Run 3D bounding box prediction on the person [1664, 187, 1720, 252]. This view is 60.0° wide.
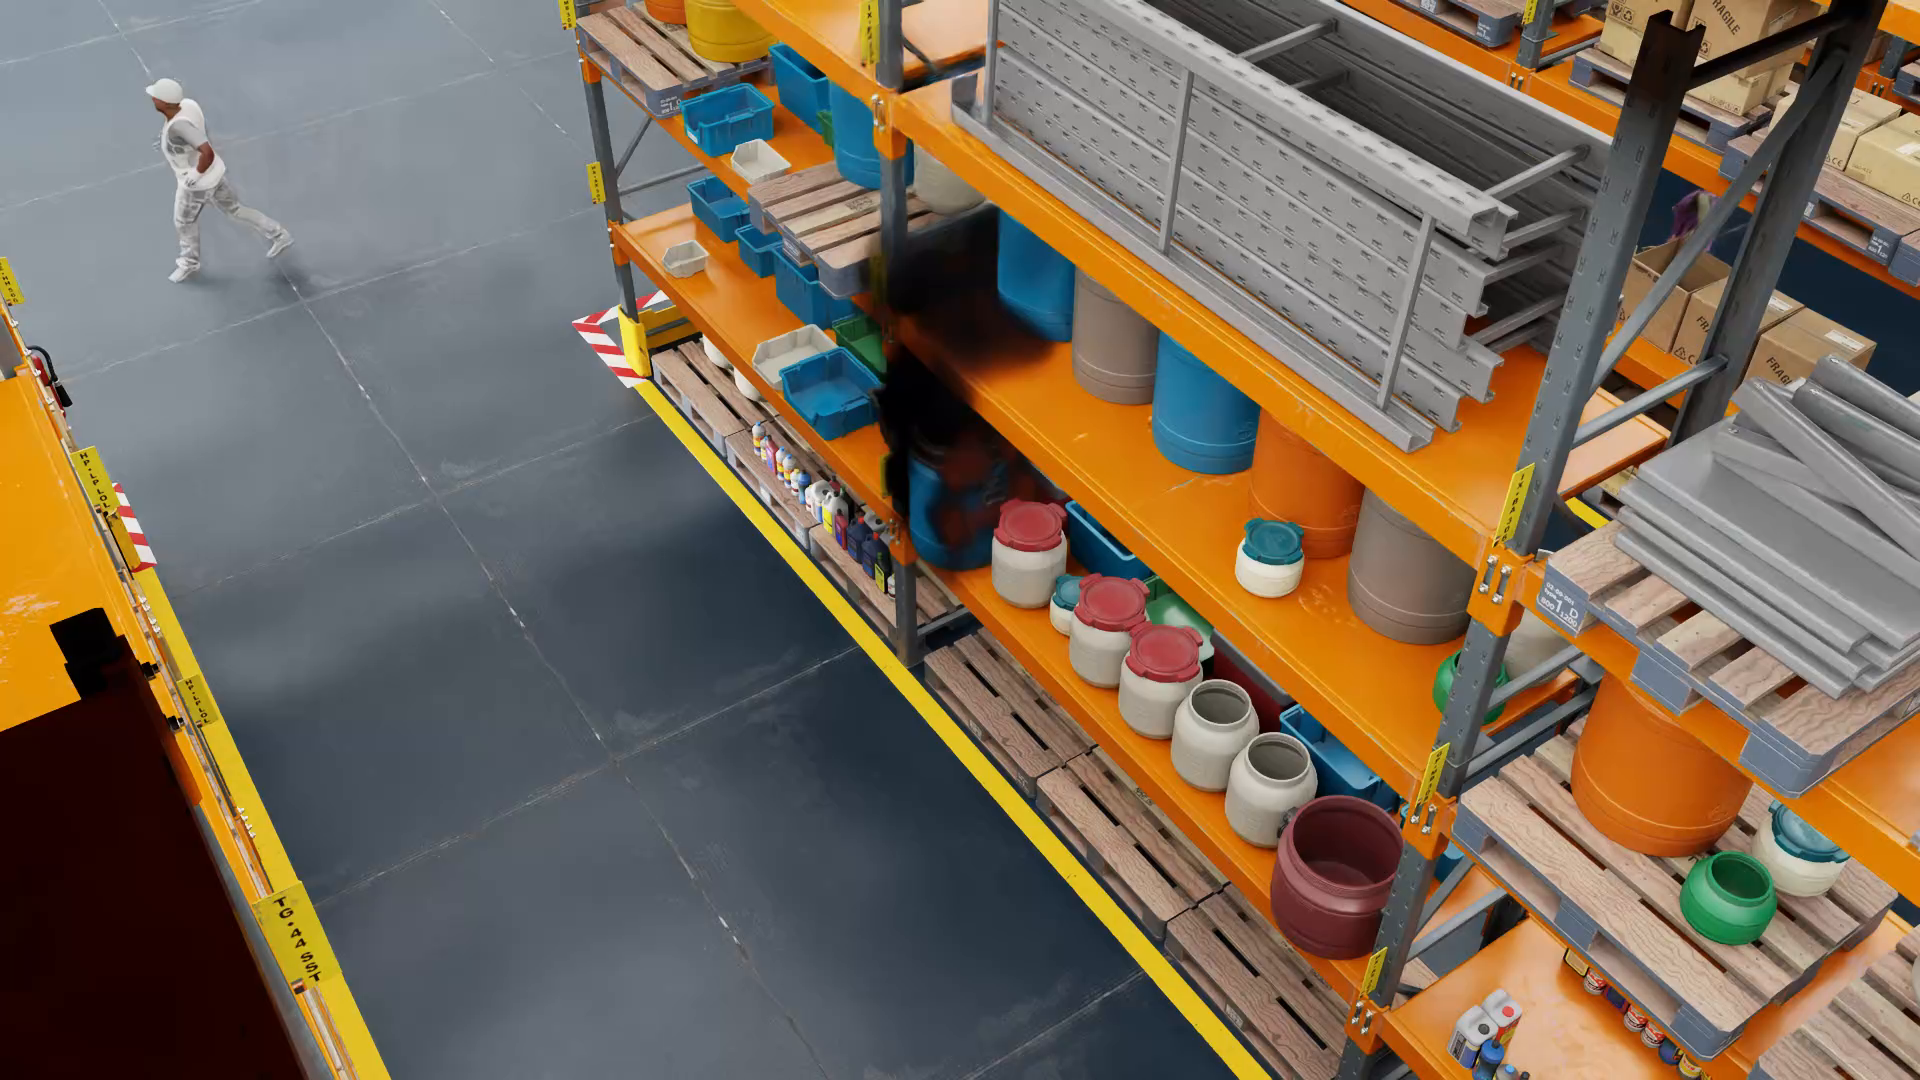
[{"bbox_3d":[5.768,-2.288,13.085,0.546,1.587,0.813,-27,49,-26],"label":"person"}]

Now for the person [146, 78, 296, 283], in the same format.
[{"bbox_3d":[-6.193,-2.973,13.689,1.104,1.812,0.634,1,43,1],"label":"person"}]
